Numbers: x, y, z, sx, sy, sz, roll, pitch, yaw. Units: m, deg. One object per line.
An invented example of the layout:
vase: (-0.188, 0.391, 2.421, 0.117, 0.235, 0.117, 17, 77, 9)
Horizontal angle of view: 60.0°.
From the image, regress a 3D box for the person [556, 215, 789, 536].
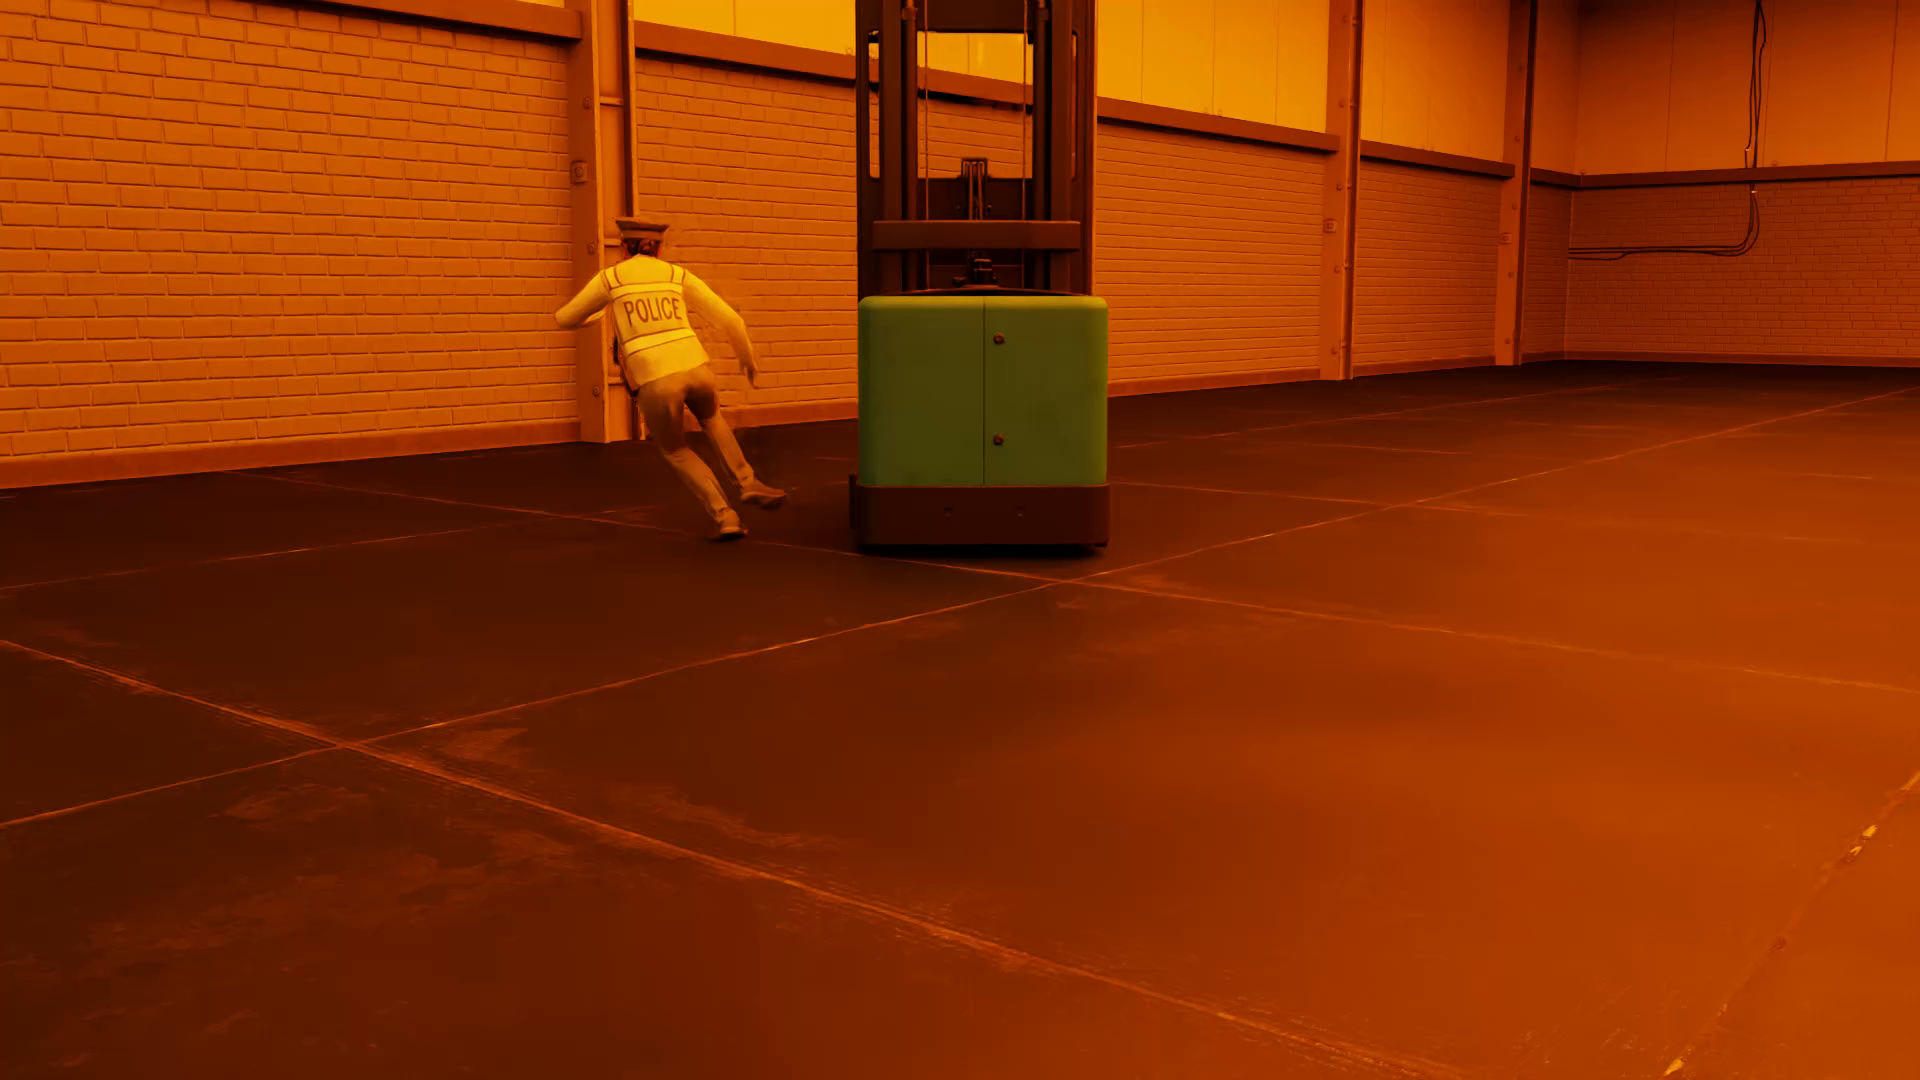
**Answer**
person: (-1.278, -0.730, 7.476, 0.992, 1.429, 0.857, -4, 9, -27)

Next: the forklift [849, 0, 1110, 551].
forklift: (0.049, -1.579, 8.074, 1.130, 2.935, 3.031, 0, 8, -2)
